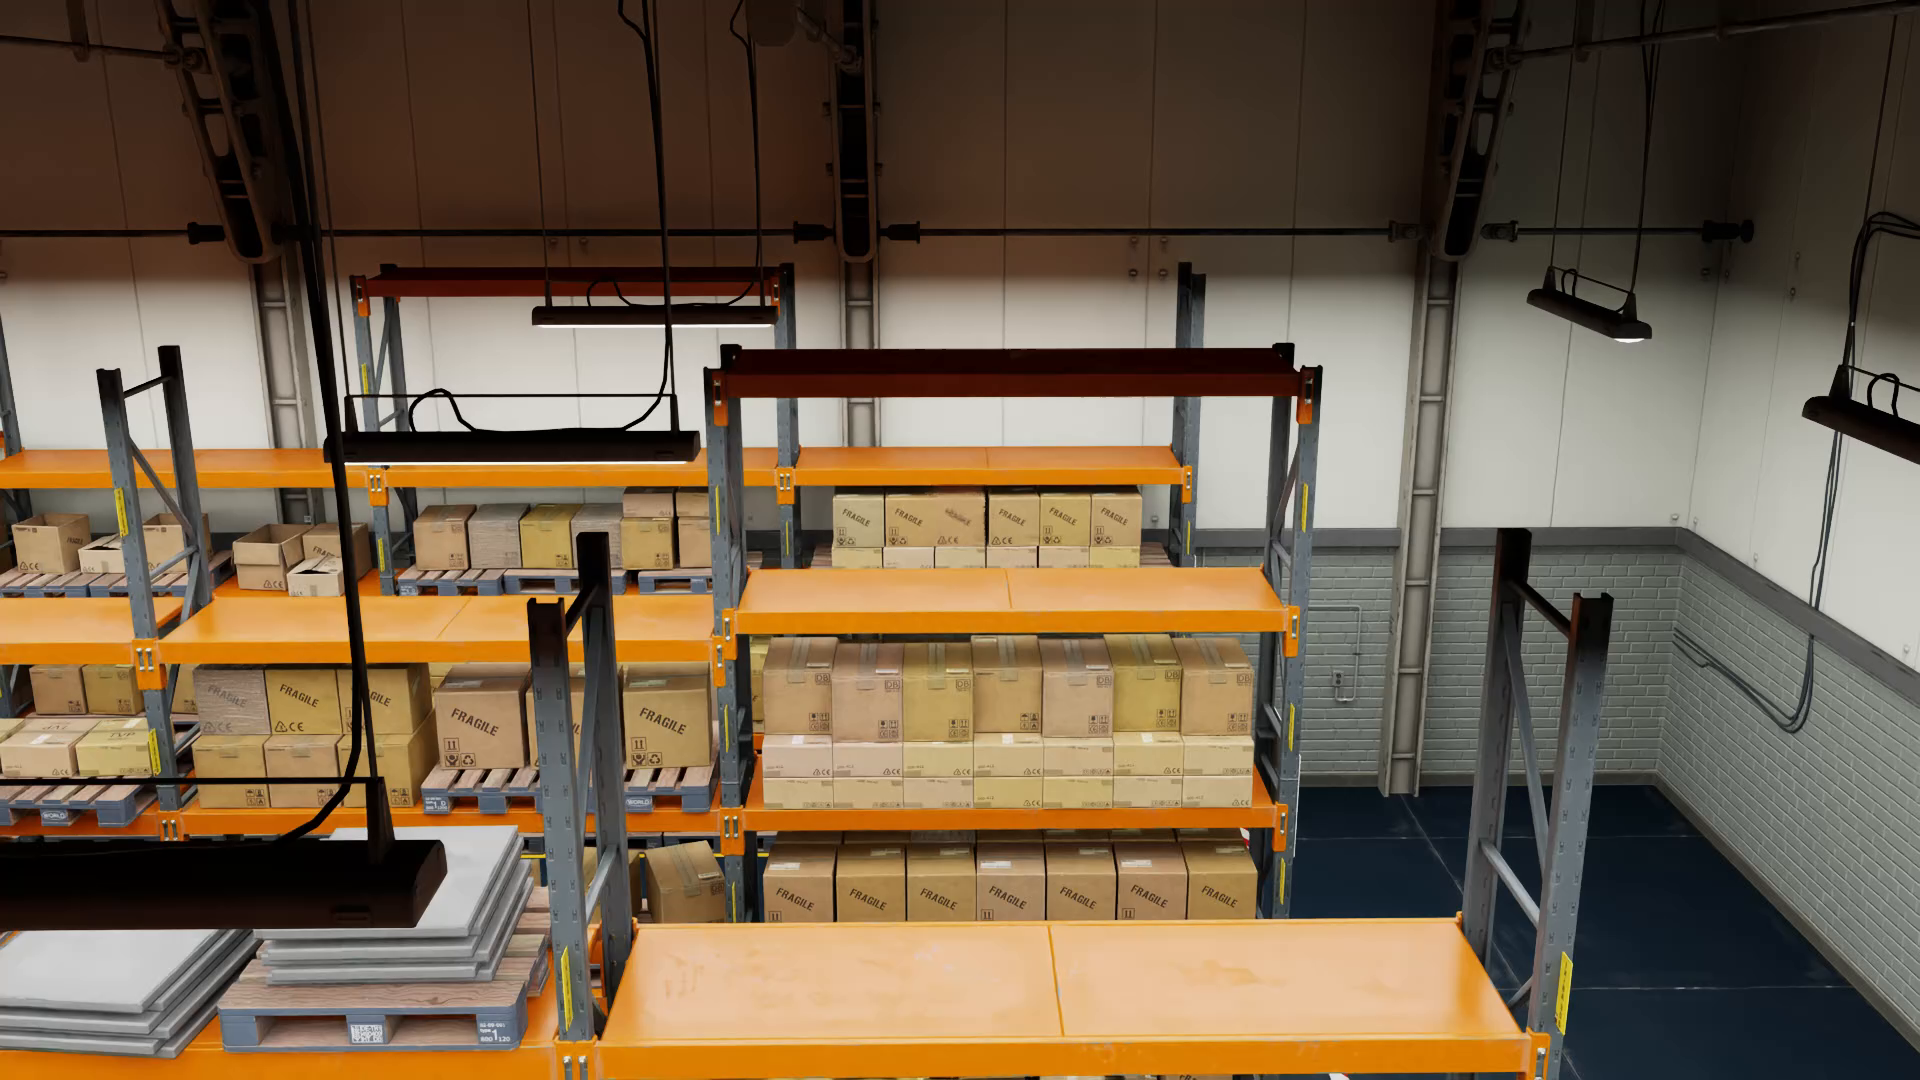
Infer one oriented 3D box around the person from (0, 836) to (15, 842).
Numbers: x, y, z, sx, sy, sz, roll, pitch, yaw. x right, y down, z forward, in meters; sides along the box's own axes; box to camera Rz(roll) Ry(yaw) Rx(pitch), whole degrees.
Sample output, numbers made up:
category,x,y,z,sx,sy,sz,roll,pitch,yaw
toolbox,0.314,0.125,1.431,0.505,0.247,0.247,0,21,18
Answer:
category,x,y,z,sx,sy,sz,roll,pitch,yaw
person,-8.341,3.228,14.458,0.457,1.677,0.506,2,16,7
